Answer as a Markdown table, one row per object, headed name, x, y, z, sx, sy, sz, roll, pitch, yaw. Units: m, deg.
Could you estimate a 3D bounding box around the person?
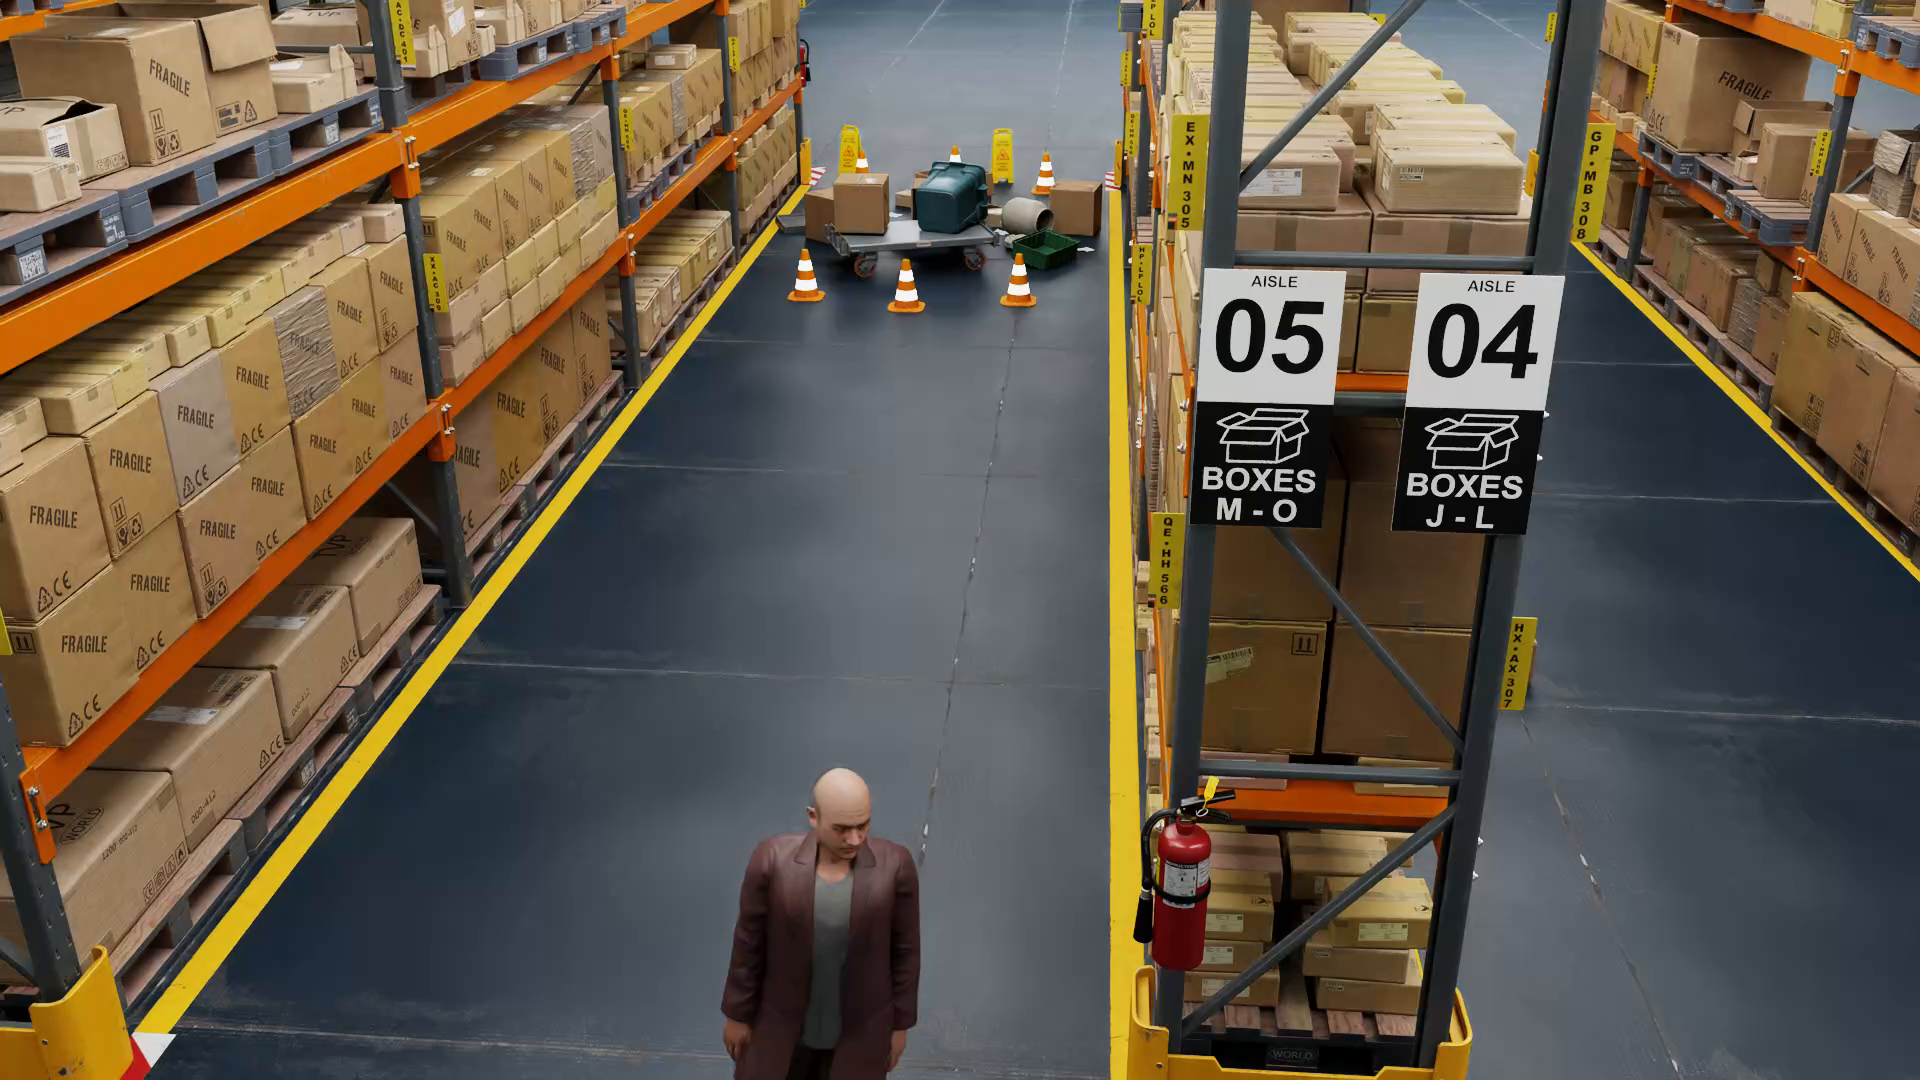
| name | x | y | z | sx | sy | sz | roll | pitch | yaw |
| --- | --- | --- | --- | --- | --- | --- | --- | --- | --- |
| person | -0.436 | 1.497 | 5.243 | 0.627 | 1.754 | 0.637 | 0 | 24 | -1 |
